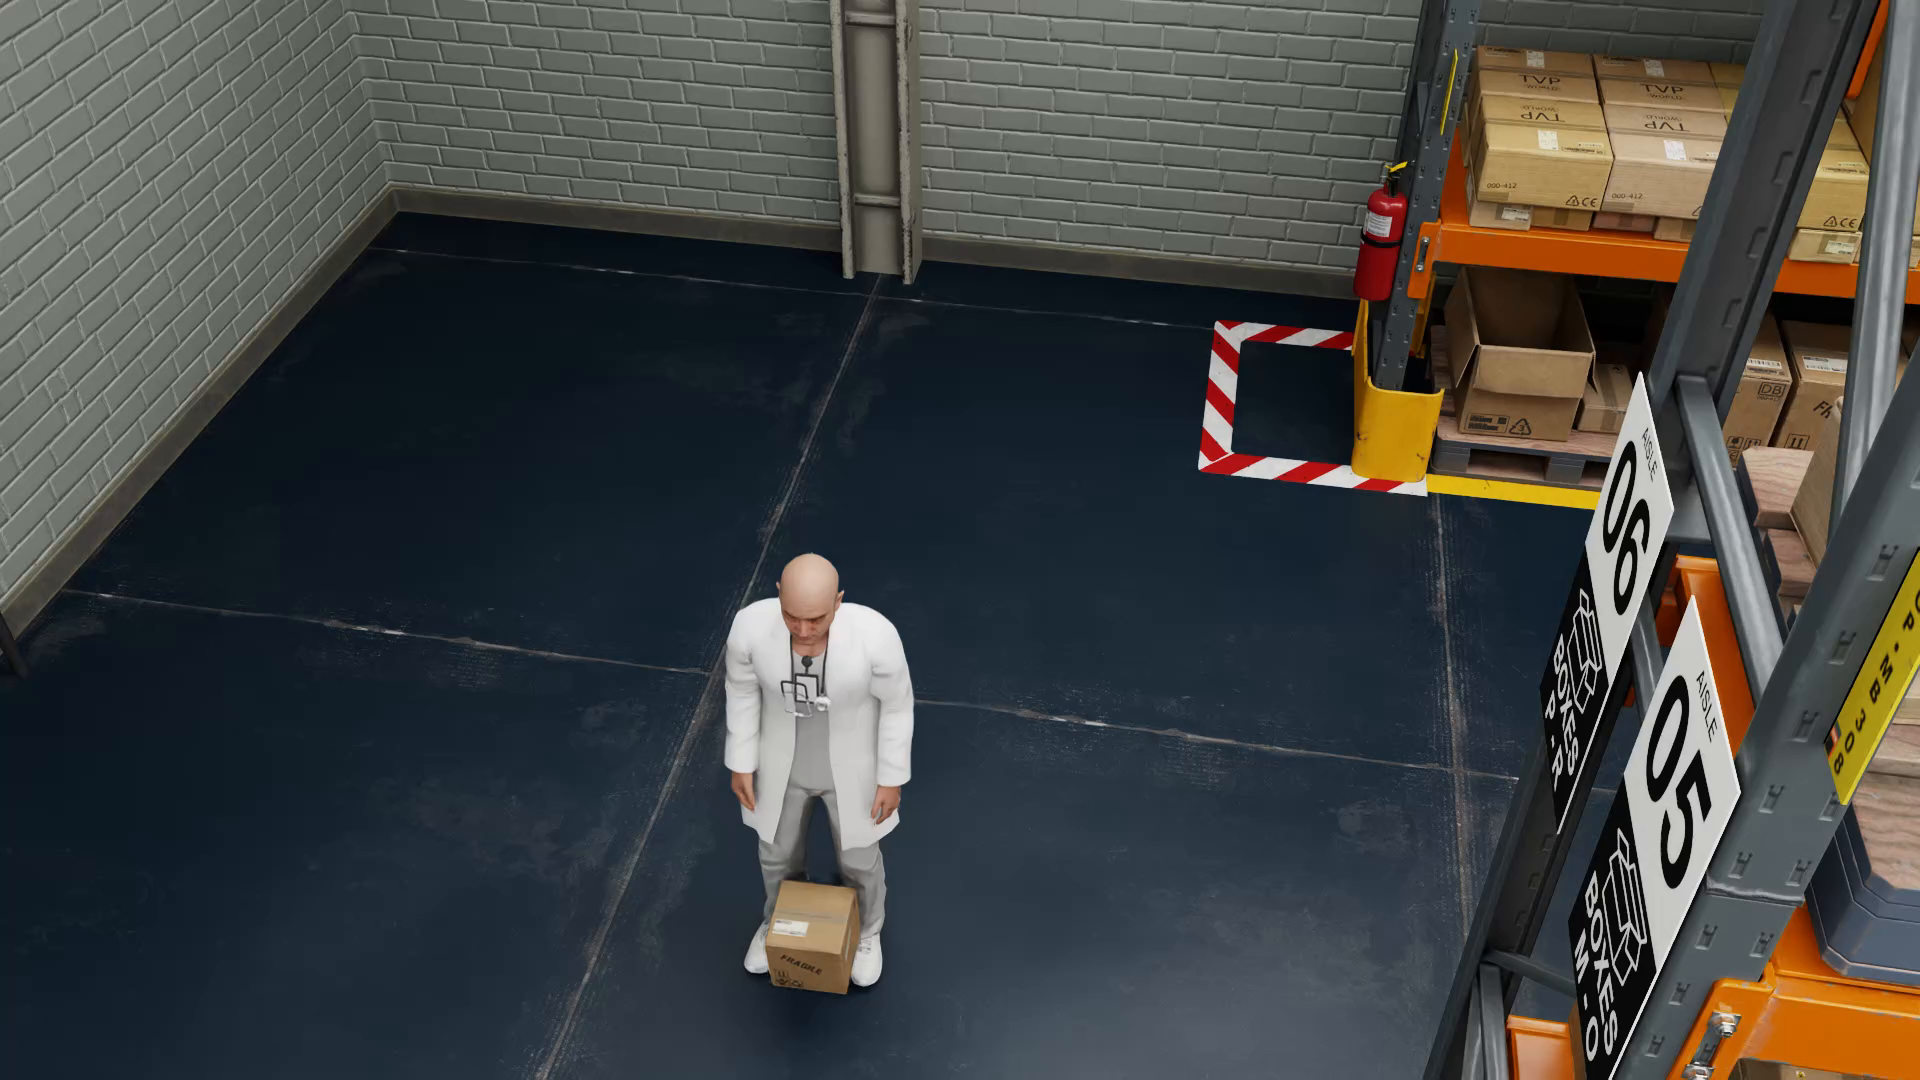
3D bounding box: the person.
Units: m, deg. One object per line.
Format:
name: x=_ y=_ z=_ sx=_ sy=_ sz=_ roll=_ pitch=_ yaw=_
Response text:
person: x=-0.446 y=0.724 z=5.305 sx=0.601 sy=1.776 sz=0.425 roll=5 pitch=40 yaw=6
